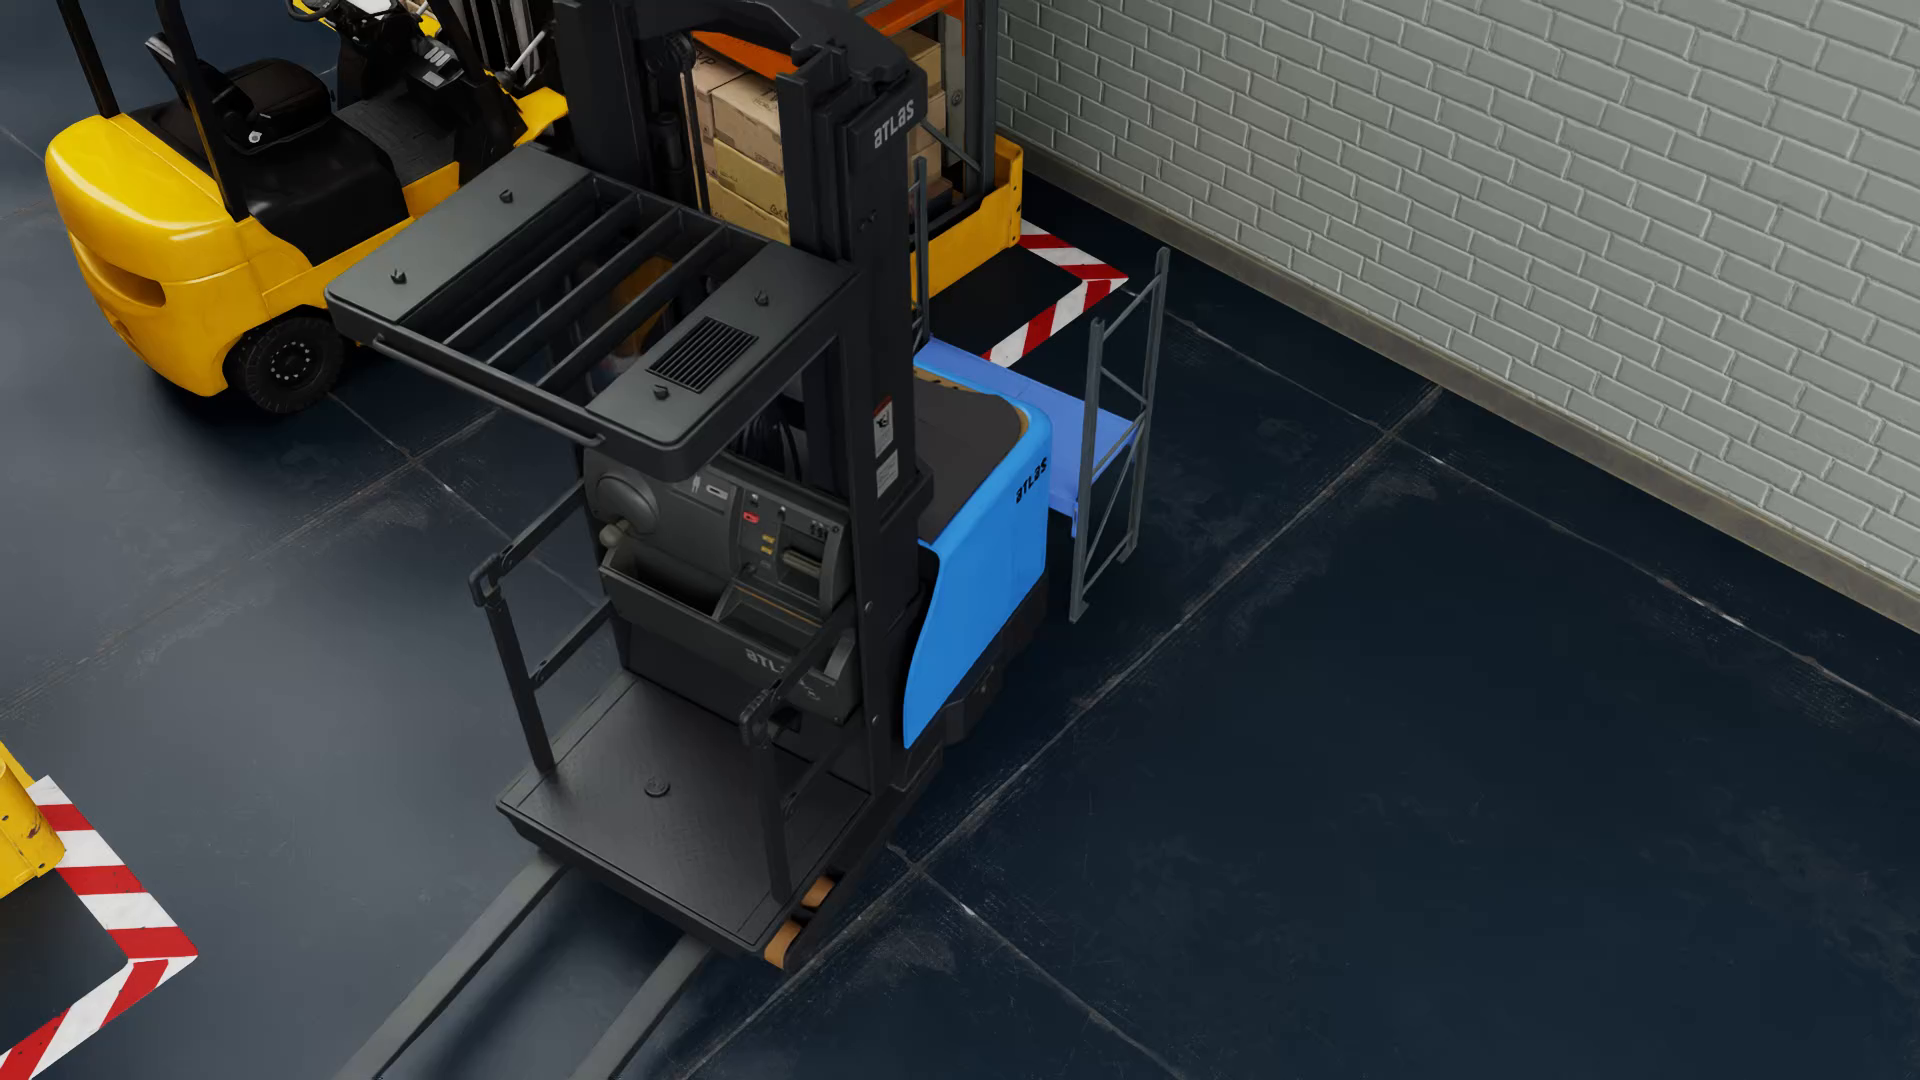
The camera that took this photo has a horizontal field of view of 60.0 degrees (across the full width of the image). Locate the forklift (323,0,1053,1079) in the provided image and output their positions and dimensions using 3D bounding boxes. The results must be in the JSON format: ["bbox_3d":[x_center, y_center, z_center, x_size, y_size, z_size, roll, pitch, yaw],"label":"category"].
[{"bbox_3d":[-0.852,0.024,4.825,1.130,2.935,3.031,24,51,21],"label":"forklift"}]

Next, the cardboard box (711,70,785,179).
[{"bbox_3d":[-0.763,-1.925,7.521,0.500,0.250,0.500,36,56,29],"label":"cardboard box"}]

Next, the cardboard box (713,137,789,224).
[{"bbox_3d":[-0.782,-1.766,7.715,0.500,0.250,0.500,33,55,27],"label":"cardboard box"}]

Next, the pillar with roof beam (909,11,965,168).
[{"bbox_3d":[-3.033,-2.894,3.403,0.400,9.000,9.100,34,55,28],"label":"pillar with roof beam"}]

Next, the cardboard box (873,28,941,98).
[{"bbox_3d":[-0.437,-2.203,7.782,0.500,0.250,0.500,33,55,27],"label":"cardboard box"}]

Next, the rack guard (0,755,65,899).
[{"bbox_3d":[-3.632,1.159,5.427,0.348,0.500,1.175,34,55,28],"label":"rack guard"}]

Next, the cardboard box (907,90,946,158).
[{"bbox_3d":[-0.417,-2.037,7.969,0.500,0.250,0.500,35,56,28],"label":"cardboard box"}]

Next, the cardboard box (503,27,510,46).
[{"bbox_3d":[-2.273,-2.764,8.651,0.500,0.250,0.500,33,55,27],"label":"cardboard box"}]

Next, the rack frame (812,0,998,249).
[{"bbox_3d":[-0.213,-2.320,6.979,0.127,3.000,1.000,34,55,28],"label":"rack frame"}]

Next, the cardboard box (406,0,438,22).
[{"bbox_3d":[-2.637,-2.841,9.066,0.500,0.250,0.500,33,55,27],"label":"cardboard box"}]

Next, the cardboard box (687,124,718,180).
[{"bbox_3d":[-1.144,-2.020,7.953,0.500,0.250,0.500,33,55,27],"label":"cardboard box"}]

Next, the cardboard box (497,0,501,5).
[{"bbox_3d":[-2.267,-2.937,8.471,0.500,0.250,0.500,36,56,29],"label":"cardboard box"}]

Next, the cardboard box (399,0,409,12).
[{"bbox_3d":[-3.021,-3.083,9.294,0.500,0.250,0.500,34,56,28],"label":"cardboard box"}]

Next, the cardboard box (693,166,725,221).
[{"bbox_3d":[-1.131,-1.836,8.123,0.500,0.250,0.500,34,55,28],"label":"cardboard box"}]

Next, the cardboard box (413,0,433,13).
[{"bbox_3d":[-2.634,-3.019,8.890,0.500,0.250,0.500,34,55,27],"label":"cardboard box"}]

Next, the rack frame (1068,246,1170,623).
[{"bbox_3d":[0.578,-0.346,6.154,0.032,1.500,0.500,26,52,22],"label":"rack frame"}]

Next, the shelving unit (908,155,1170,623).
[{"bbox_3d":[0.153,-0.549,6.345,1.048,1.500,0.538,26,52,22],"label":"shelving unit"}]

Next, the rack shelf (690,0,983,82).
[{"bbox_3d":[-1.682,-3.062,8.170,4.000,0.370,1.077,34,55,28],"label":"rack shelf"}]

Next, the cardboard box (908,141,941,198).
[{"bbox_3d":[-0.441,-1.870,8.155,0.500,0.250,0.500,34,56,28],"label":"cardboard box"}]

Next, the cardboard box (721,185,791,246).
[{"bbox_3d":[-0.772,-1.585,7.887,0.500,0.250,0.500,34,56,28],"label":"cardboard box"}]

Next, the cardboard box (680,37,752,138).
[{"bbox_3d":[-1.142,-2.174,7.755,0.500,0.250,0.500,35,56,28],"label":"cardboard box"}]

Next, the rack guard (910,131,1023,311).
[{"bbox_3d":[-0.195,-1.452,7.879,0.348,0.500,1.175,34,55,28],"label":"rack guard"}]

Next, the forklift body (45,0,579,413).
[{"bbox_3d":[-2.843,-1.989,7.251,1.214,2.155,2.313,34,55,28],"label":"forklift body"}]

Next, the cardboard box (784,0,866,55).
[{"bbox_3d":[-0.752,-2.456,7.039,0.500,0.500,0.500,33,55,27],"label":"cardboard box"}]

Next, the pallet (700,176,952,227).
[{"bbox_3d":[-0.803,-1.721,8.329,1.213,0.211,1.003,34,55,28],"label":"pallet"}]

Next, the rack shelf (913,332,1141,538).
[{"bbox_3d":[0.153,-0.425,6.476,1.000,0.185,0.538,26,52,22],"label":"rack shelf"}]

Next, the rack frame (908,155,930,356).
[{"bbox_3d":[-0.272,-0.752,6.535,0.032,1.500,0.500,26,52,22],"label":"rack frame"}]
